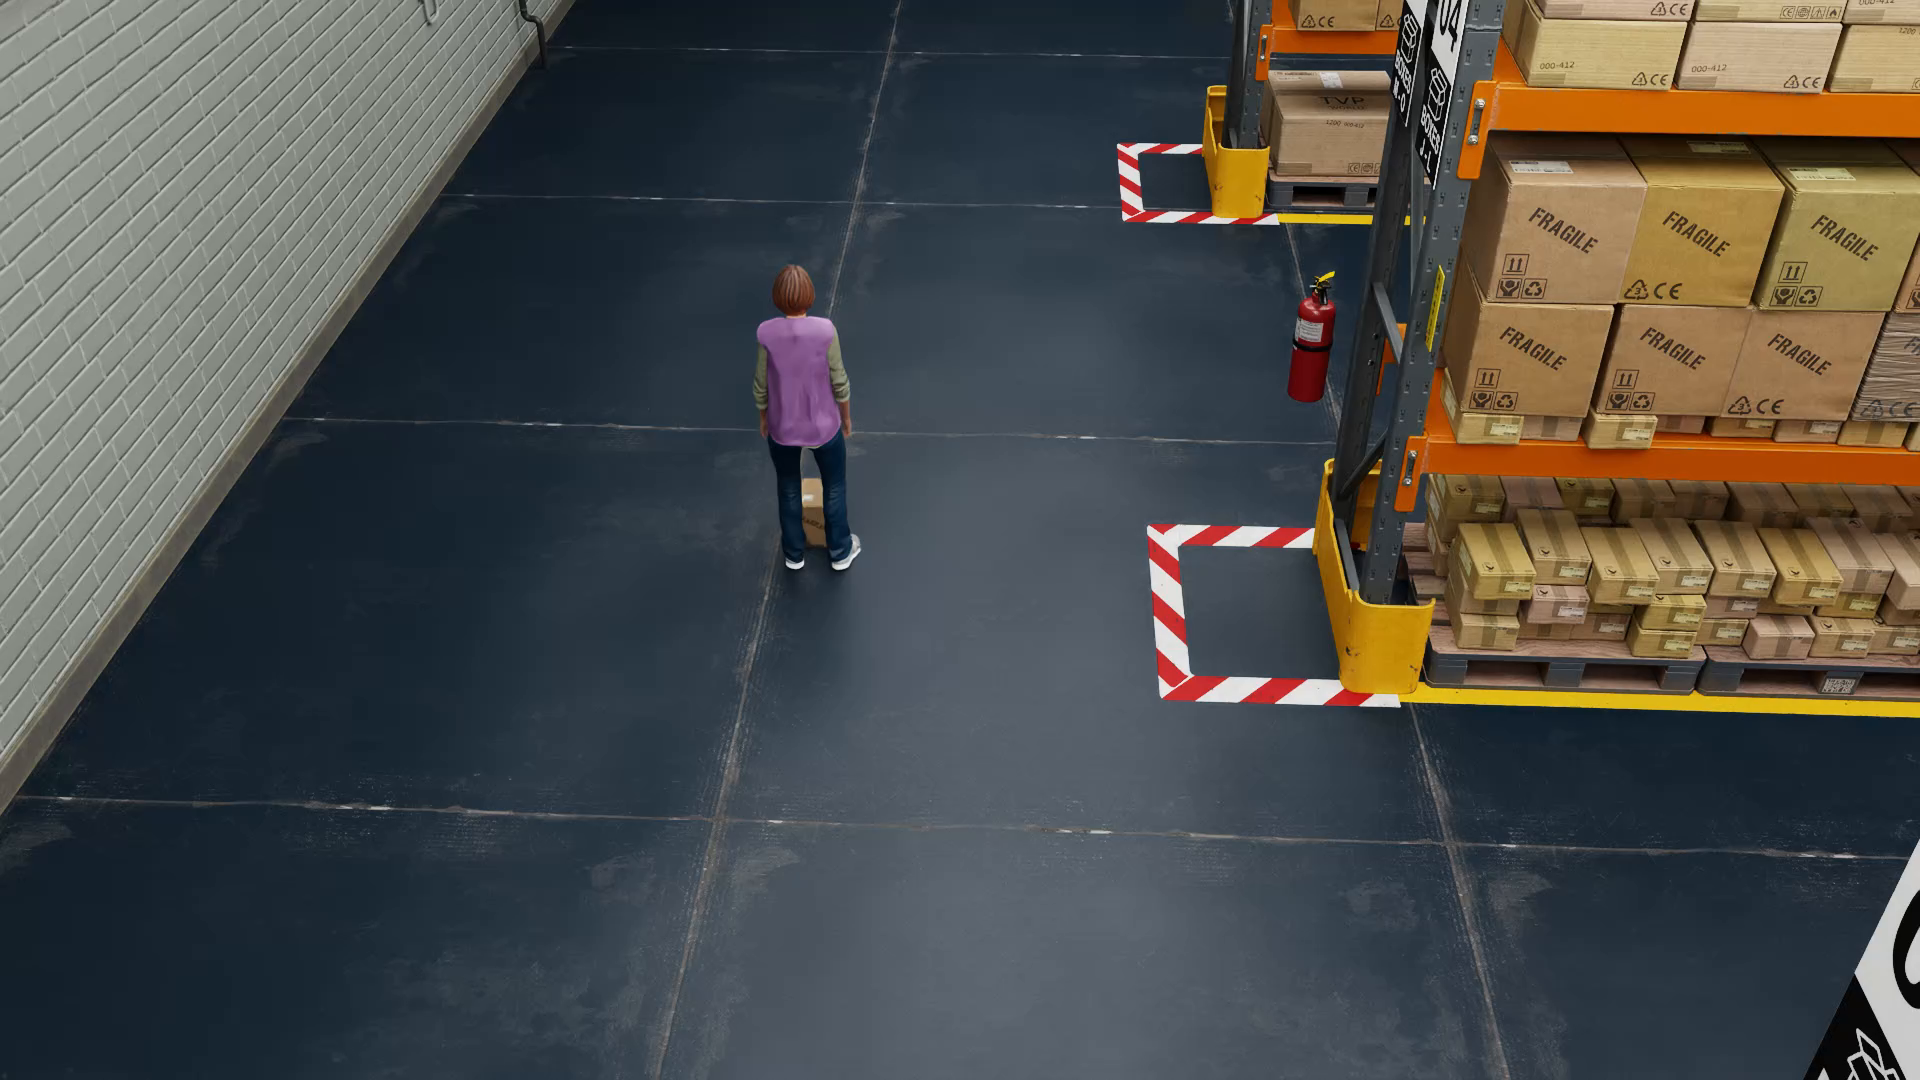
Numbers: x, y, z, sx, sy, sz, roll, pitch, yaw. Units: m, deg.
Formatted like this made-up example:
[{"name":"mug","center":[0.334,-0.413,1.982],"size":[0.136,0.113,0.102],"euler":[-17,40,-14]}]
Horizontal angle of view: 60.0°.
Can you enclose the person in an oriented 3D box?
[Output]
[{"name":"person","center":[-0.732,-0.540,7.861],"size":[0.460,1.593,0.347],"euler":[0,36,0]}]
